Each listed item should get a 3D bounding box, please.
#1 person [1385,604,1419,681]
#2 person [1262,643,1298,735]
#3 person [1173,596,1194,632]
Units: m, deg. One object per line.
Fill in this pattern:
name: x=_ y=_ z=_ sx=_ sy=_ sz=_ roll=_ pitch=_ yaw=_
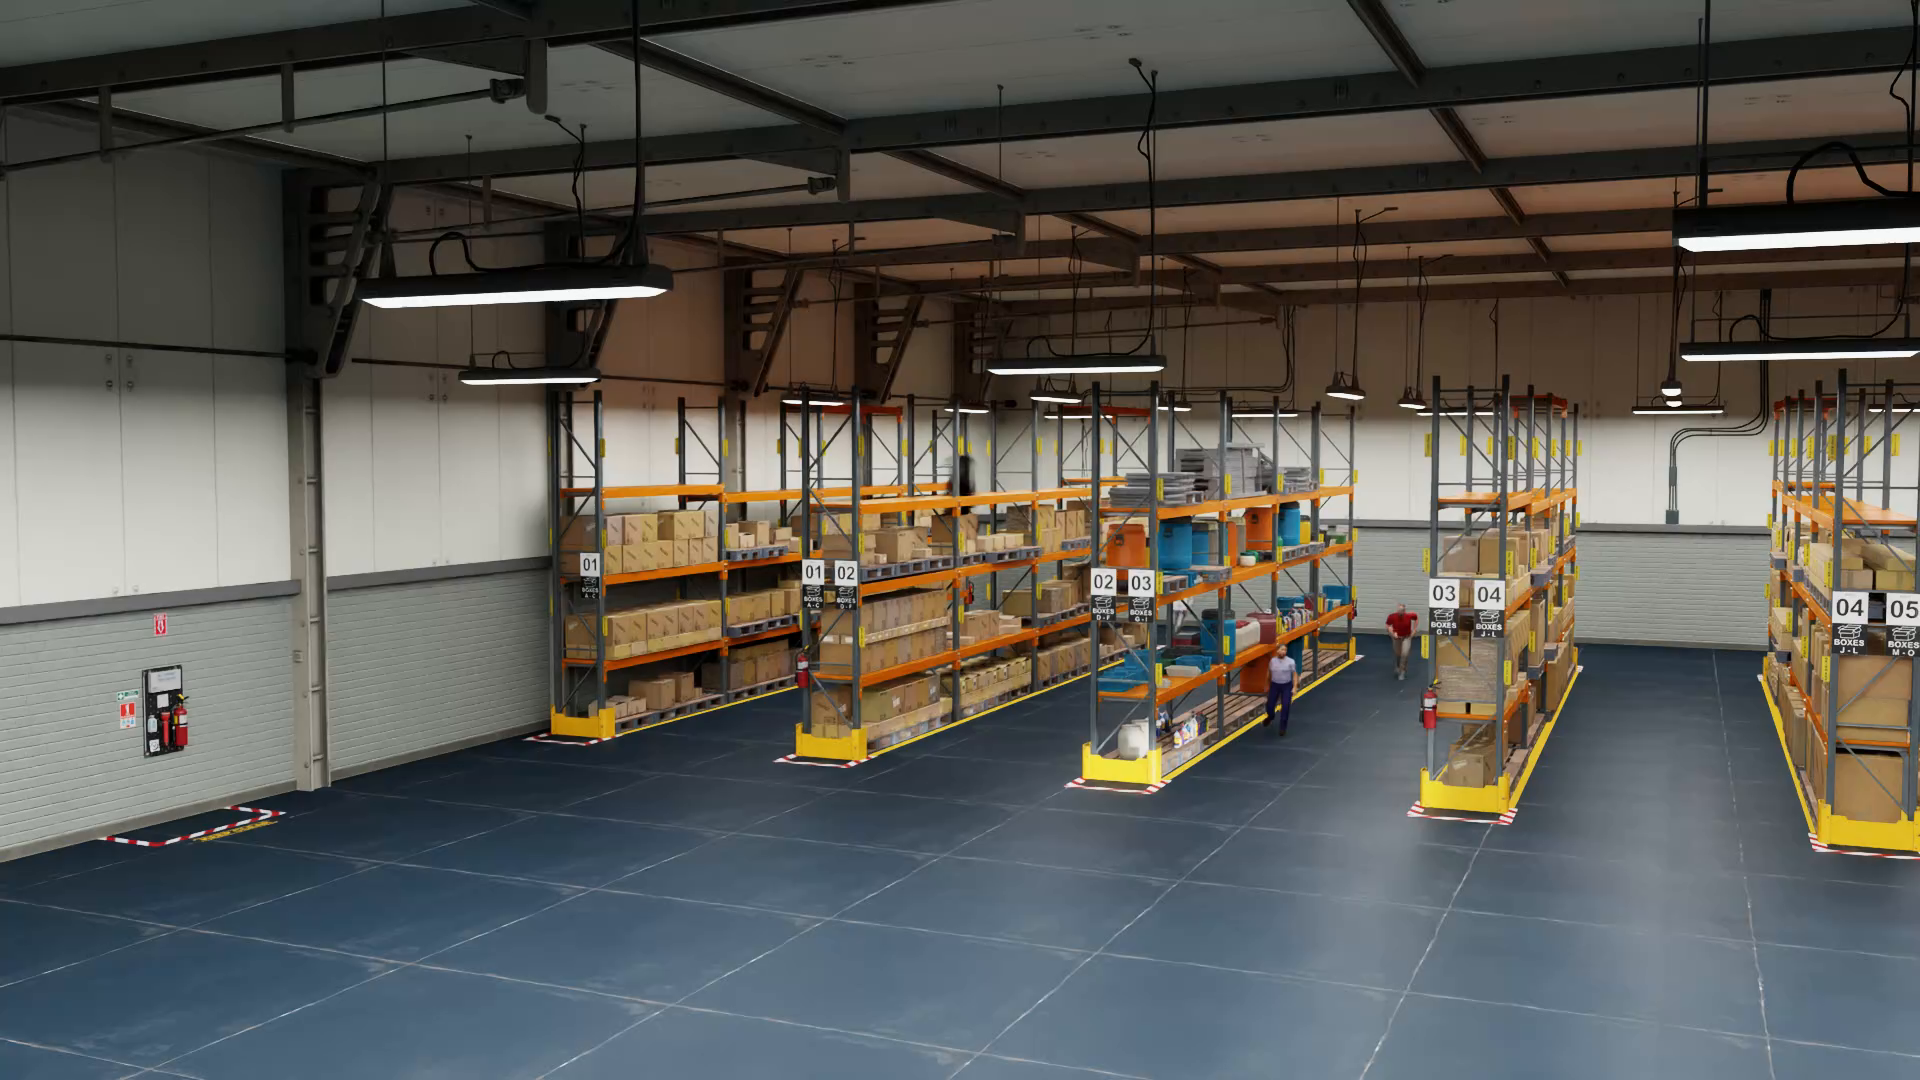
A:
person: x=9.620 y=2.202 z=36.234 sx=0.703 sy=1.696 sz=1.023 roll=1 pitch=3 yaw=11
person: x=5.583 y=2.592 z=29.022 sx=0.662 sy=1.610 sz=0.598 roll=1 pitch=3 yaw=20
person: x=5.657 y=1.787 z=42.745 sx=0.708 sy=1.729 sz=0.548 roll=0 pitch=3 yaw=6
